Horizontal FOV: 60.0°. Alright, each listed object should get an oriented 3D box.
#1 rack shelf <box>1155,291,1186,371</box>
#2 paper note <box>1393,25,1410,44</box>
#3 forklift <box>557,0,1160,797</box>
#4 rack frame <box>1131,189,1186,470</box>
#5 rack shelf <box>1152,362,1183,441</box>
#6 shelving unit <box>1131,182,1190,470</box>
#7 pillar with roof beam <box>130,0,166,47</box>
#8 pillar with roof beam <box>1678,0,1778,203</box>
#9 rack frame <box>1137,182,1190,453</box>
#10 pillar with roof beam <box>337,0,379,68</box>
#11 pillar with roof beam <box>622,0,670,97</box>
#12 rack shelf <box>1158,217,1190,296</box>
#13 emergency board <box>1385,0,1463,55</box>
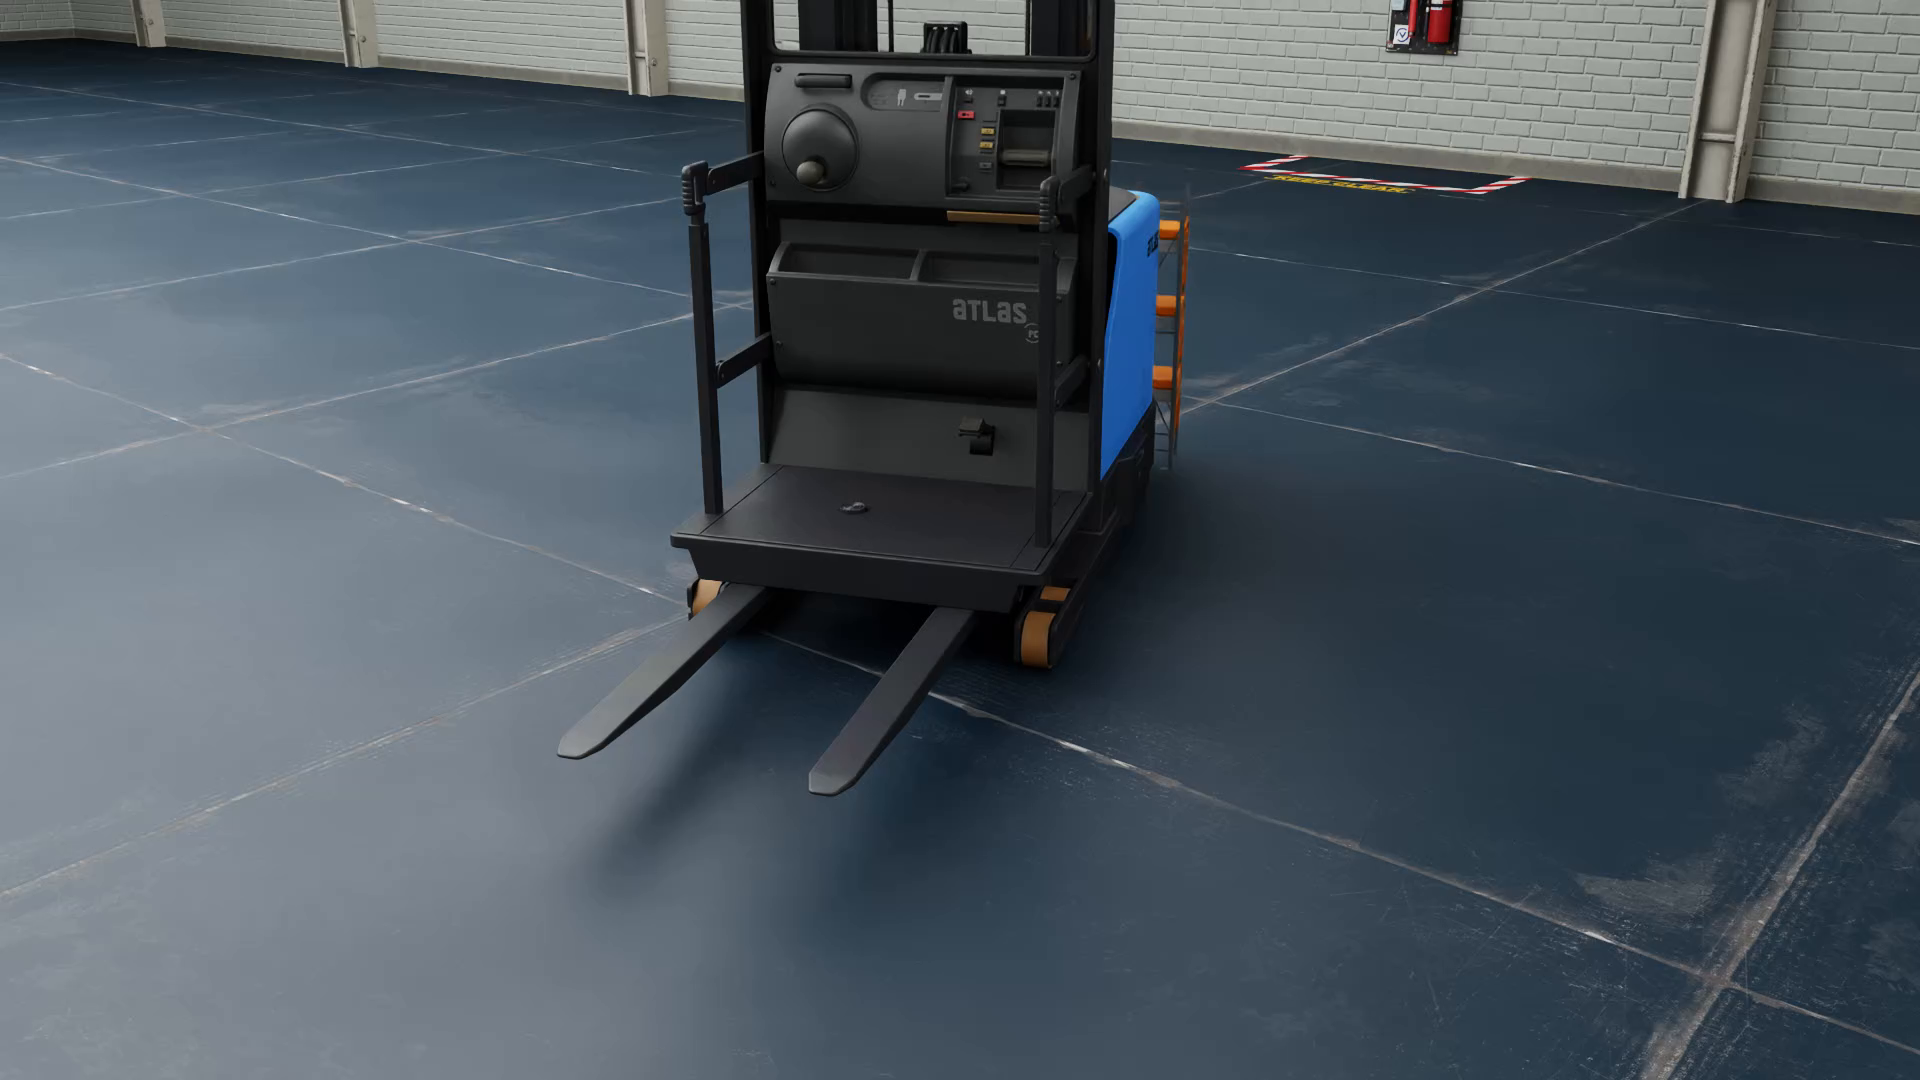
[{"bbox_3d":[0.740,-0.800,6.319,0.215,0.259,0.240,4,19,10],"label":"rack shelf"},{"bbox_3d":[3.658,-4.181,13.753,0.142,0.148,0.016,16,26,36],"label":"paper note"},{"bbox_3d":[-0.173,-1.160,4.589,1.130,2.935,3.031,6,21,15],"label":"forklift"},{"bbox_3d":[0.716,-0.771,6.202,0.200,1.050,0.008,4,19,10],"label":"rack frame"},{"bbox_3d":[0.738,-0.536,6.408,0.215,0.259,0.240,4,19,10],"label":"rack shelf"},{"bbox_3d":[0.740,-0.810,6.315,0.215,1.050,0.252,4,19,10],"label":"shelving unit"},{"bbox_3d":[-15.674,-10.958,21.973,0.400,9.000,9.100,16,26,36],"label":"pillar with roof beam"},{"bbox_3d":[2.919,-5.603,7.774,0.400,9.000,9.100,16,26,36],"label":"pillar with roof beam"},{"bbox_3d":[0.763,-0.848,6.429,0.200,1.050,0.008,4,19,10],"label":"rack frame"},{"bbox_3d":[-11.026,-9.619,18.423,0.400,9.000,9.100,16,26,36],"label":"pillar with roof beam"},{"bbox_3d":[-6.377,-8.281,14.873,0.400,9.000,9.100,16,26,36],"label":"pillar with roof beam"},{"bbox_3d":[0.741,-1.068,6.228,0.215,0.259,0.240,4,19,10],"label":"rack shelf"},{"bbox_3d":[3.751,-4.535,13.443,0.643,1.169,0.194,16,26,36],"label":"emergency board"}]
